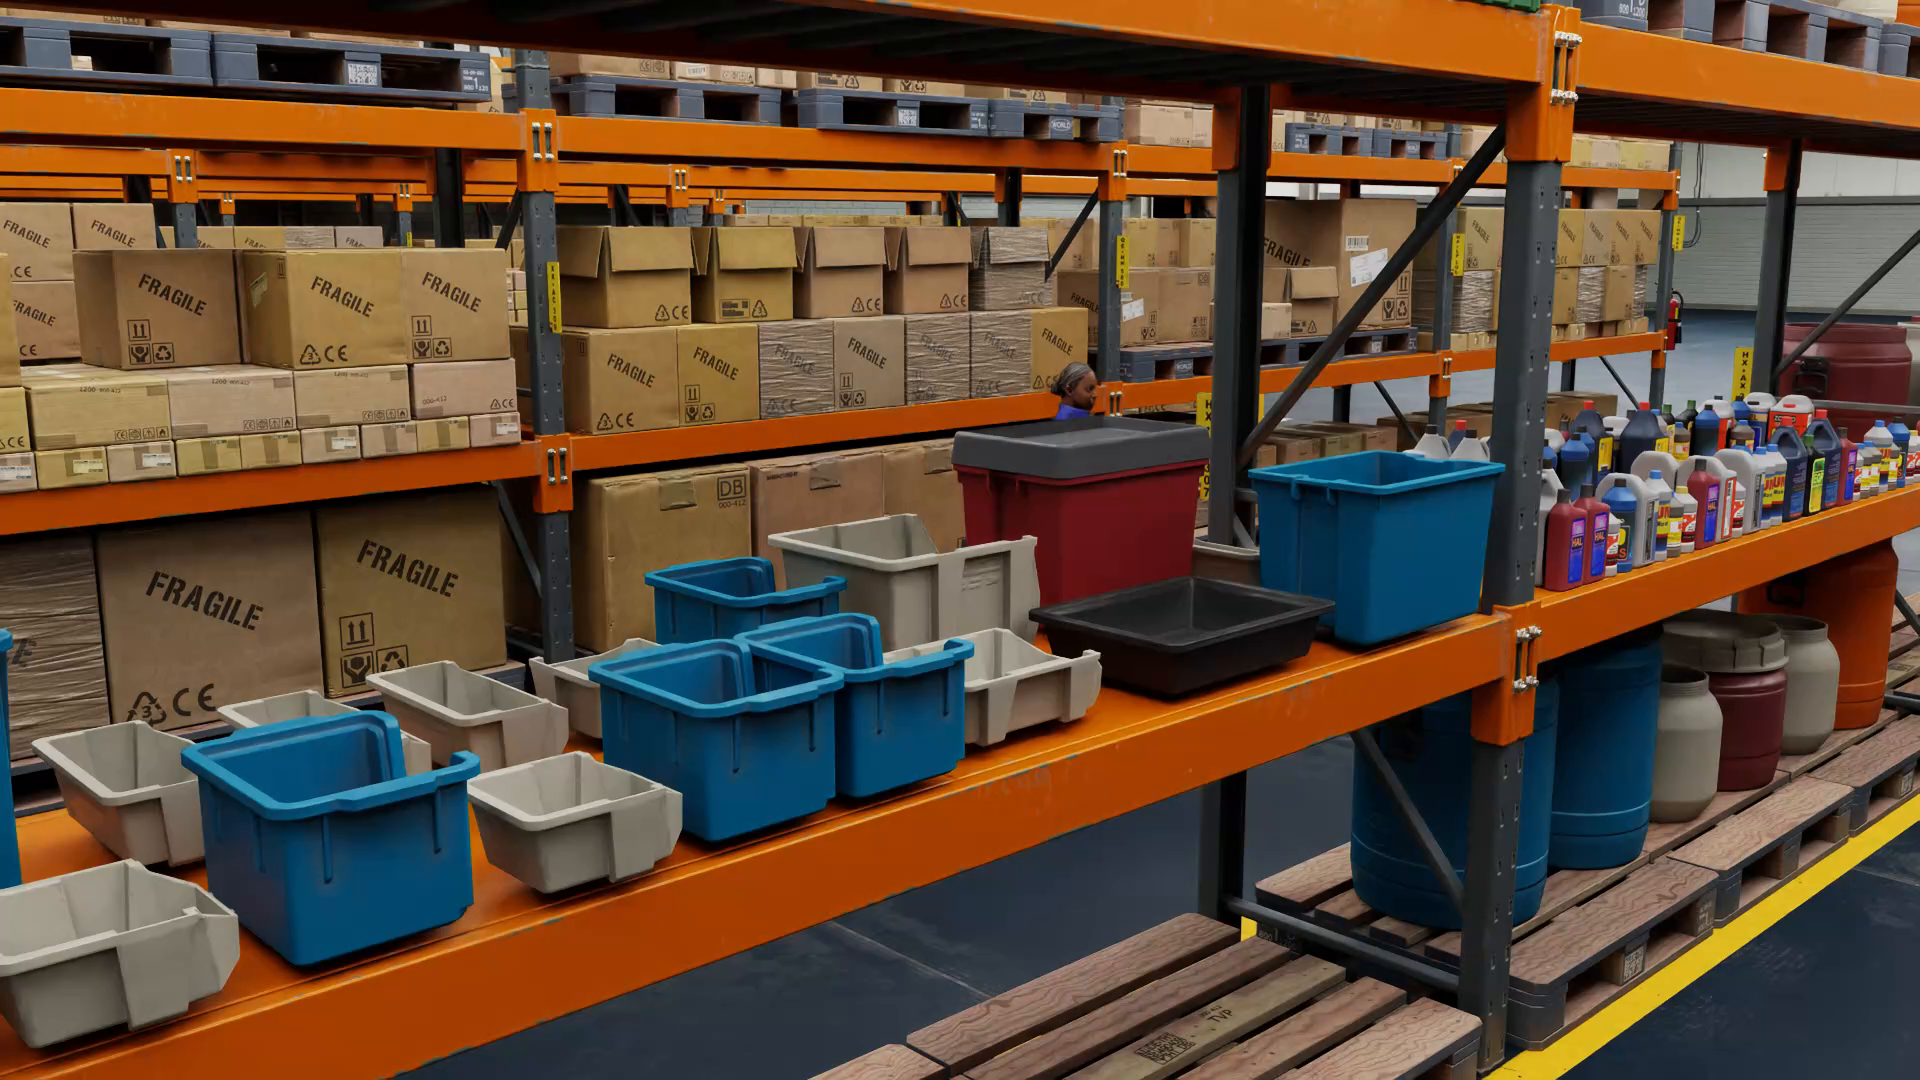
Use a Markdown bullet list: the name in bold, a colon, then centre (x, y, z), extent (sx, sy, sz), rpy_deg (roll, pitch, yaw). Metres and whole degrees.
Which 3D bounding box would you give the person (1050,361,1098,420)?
- **person**: centre (0.661, -0.090, 8.447), extent (0.777, 1.625, 0.474), rpy_deg (0, 11, 0)
